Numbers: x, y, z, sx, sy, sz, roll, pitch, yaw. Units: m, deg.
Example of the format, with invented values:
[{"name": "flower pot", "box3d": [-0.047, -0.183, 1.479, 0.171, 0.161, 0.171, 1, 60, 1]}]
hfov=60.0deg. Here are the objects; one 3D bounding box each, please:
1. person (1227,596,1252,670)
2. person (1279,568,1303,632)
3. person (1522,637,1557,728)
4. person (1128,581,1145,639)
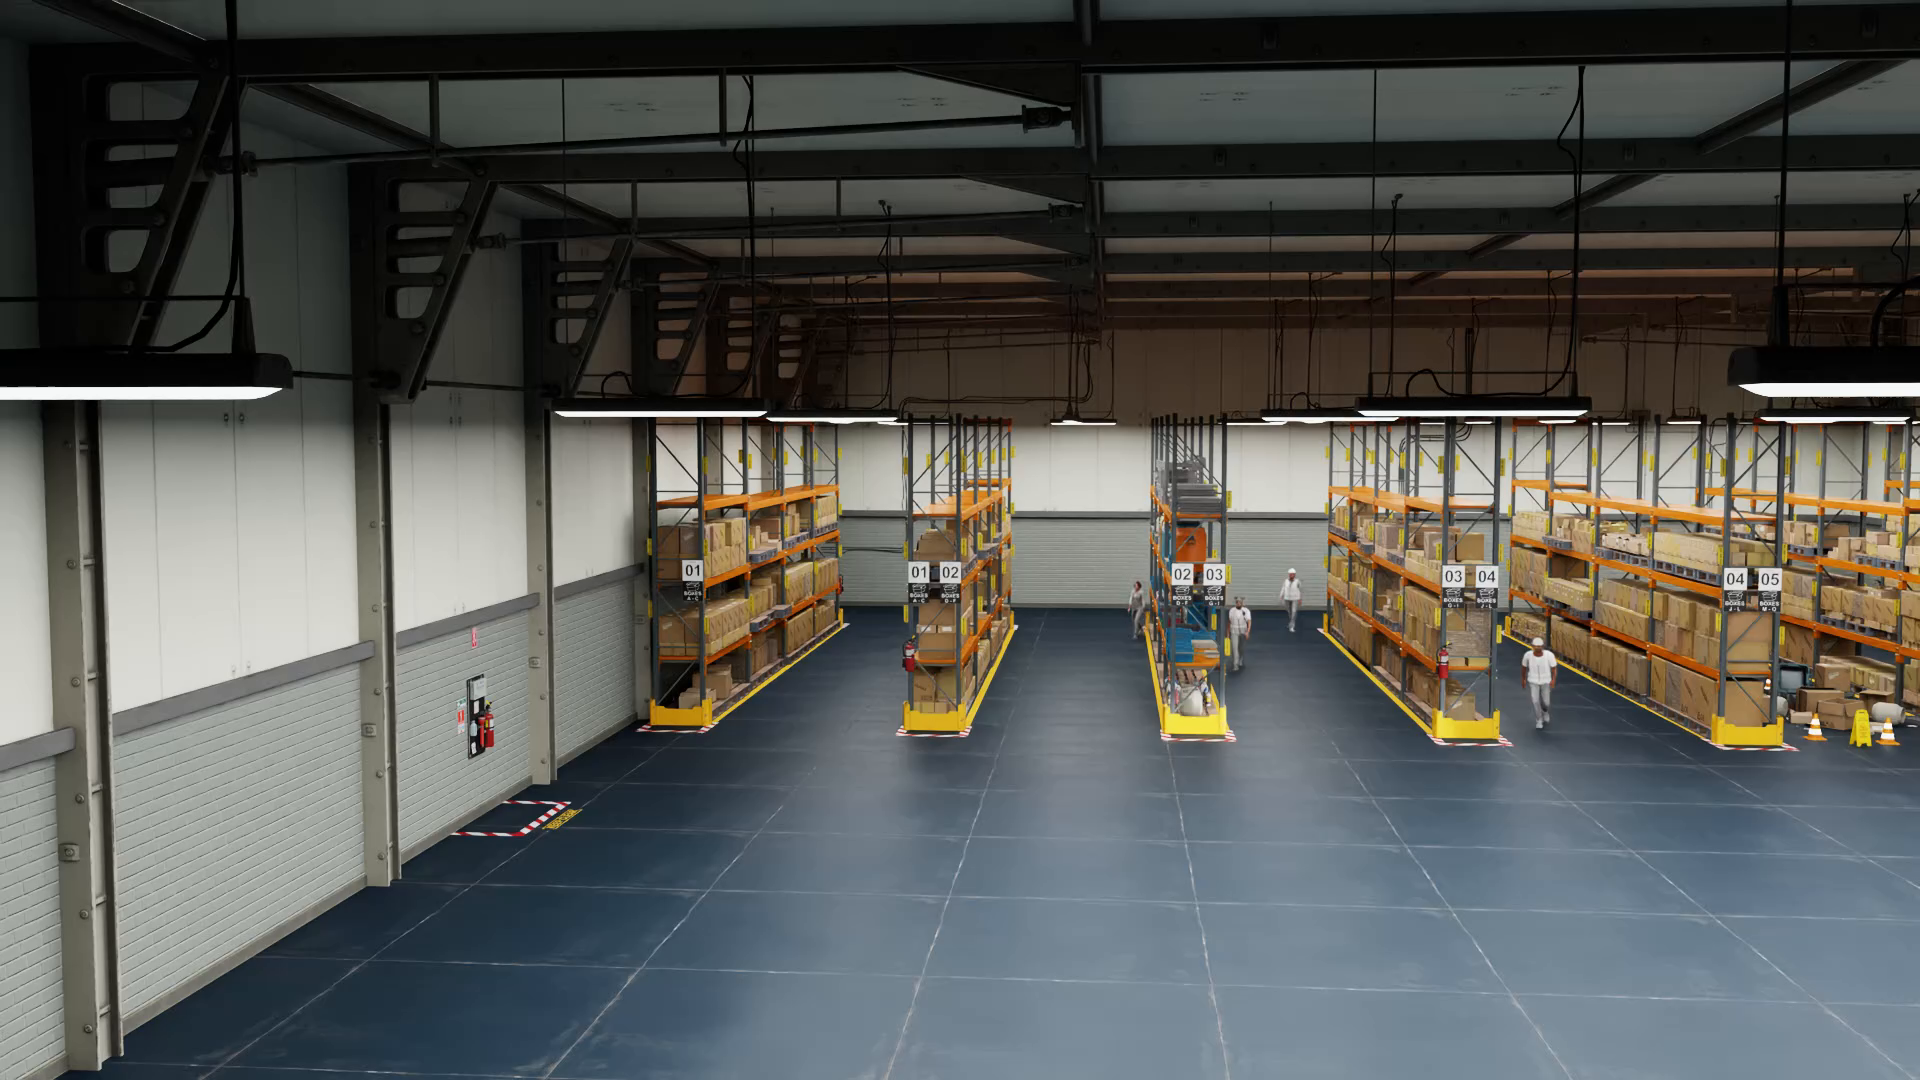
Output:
[{"name": "person", "box3d": [6.650, 2.184, 39.422, 0.517, 1.708, 1.062, 0, 4, -3]}, {"name": "person", "box3d": [9.345, 1.677, 46.975, 0.576, 1.742, 0.939, 2, 4, 30]}, {"name": "person", "box3d": [11.118, 2.713, 31.912, 0.630, 1.732, 0.717, 1, 4, 20]}, {"name": "person", "box3d": [4.834, 1.885, 45.167, 0.421, 1.554, 0.866, 2, 5, 33]}]
